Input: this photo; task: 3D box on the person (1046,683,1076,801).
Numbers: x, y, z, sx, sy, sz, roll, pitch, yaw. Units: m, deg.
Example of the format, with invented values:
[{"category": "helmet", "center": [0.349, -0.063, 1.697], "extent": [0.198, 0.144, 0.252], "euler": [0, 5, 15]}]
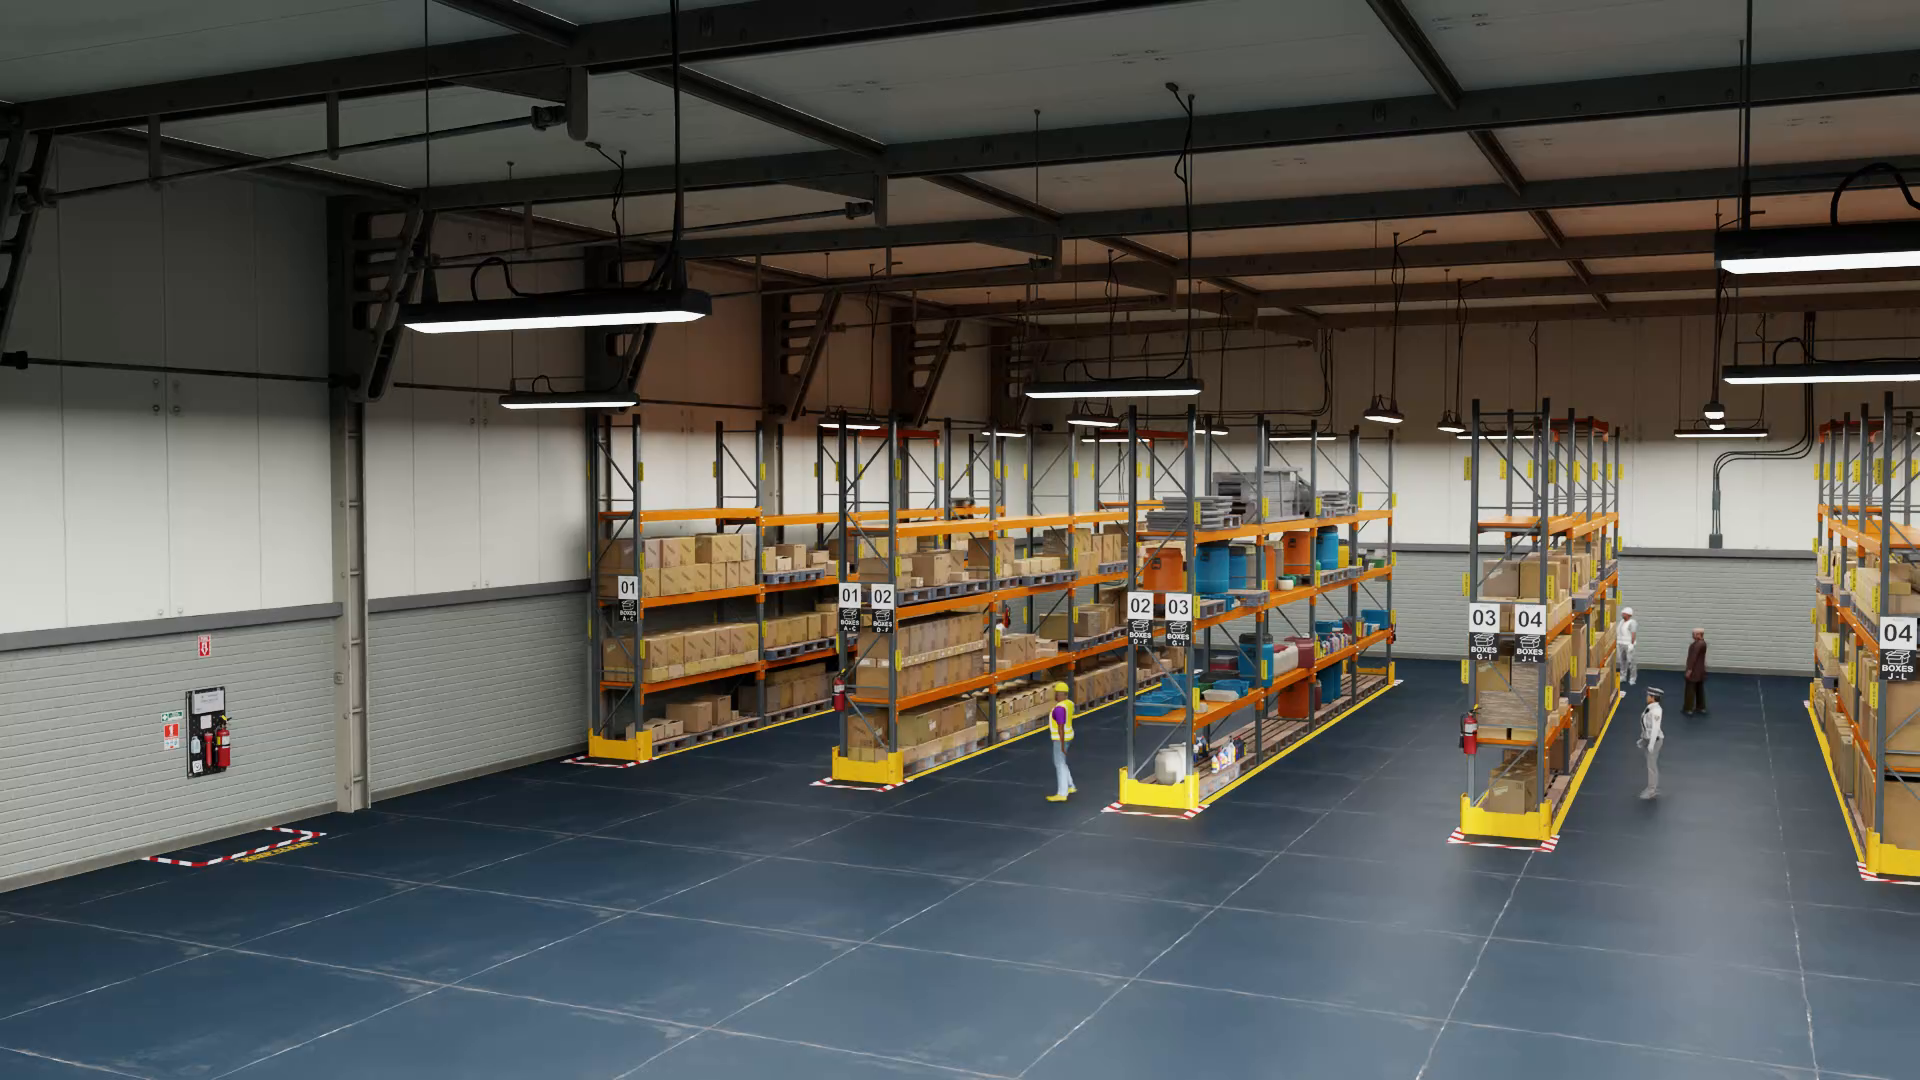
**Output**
[{"category": "person", "center": [1.555, 3.058, 25.384], "extent": [0.374, 1.766, 0.578], "euler": [1, 2, 19]}]

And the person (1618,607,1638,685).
[{"category": "person", "center": [15.788, 2.503, 39.355], "extent": [0.402, 1.820, 0.569], "euler": [-1, 3, -29]}]

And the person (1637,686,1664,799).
[{"category": "person", "center": [10.612, 3.119, 25.592], "extent": [0.432, 1.719, 0.499], "euler": [0, 2, -3]}]

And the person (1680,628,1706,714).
[{"category": "person", "center": [15.142, 2.703, 34.354], "extent": [0.629, 1.786, 0.476], "euler": [-2, 3, -41]}]

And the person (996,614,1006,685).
[{"category": "person", "center": [0.888, 2.570, 38.931], "extent": [0.400, 1.662, 0.525], "euler": [0, 2, 9]}]
